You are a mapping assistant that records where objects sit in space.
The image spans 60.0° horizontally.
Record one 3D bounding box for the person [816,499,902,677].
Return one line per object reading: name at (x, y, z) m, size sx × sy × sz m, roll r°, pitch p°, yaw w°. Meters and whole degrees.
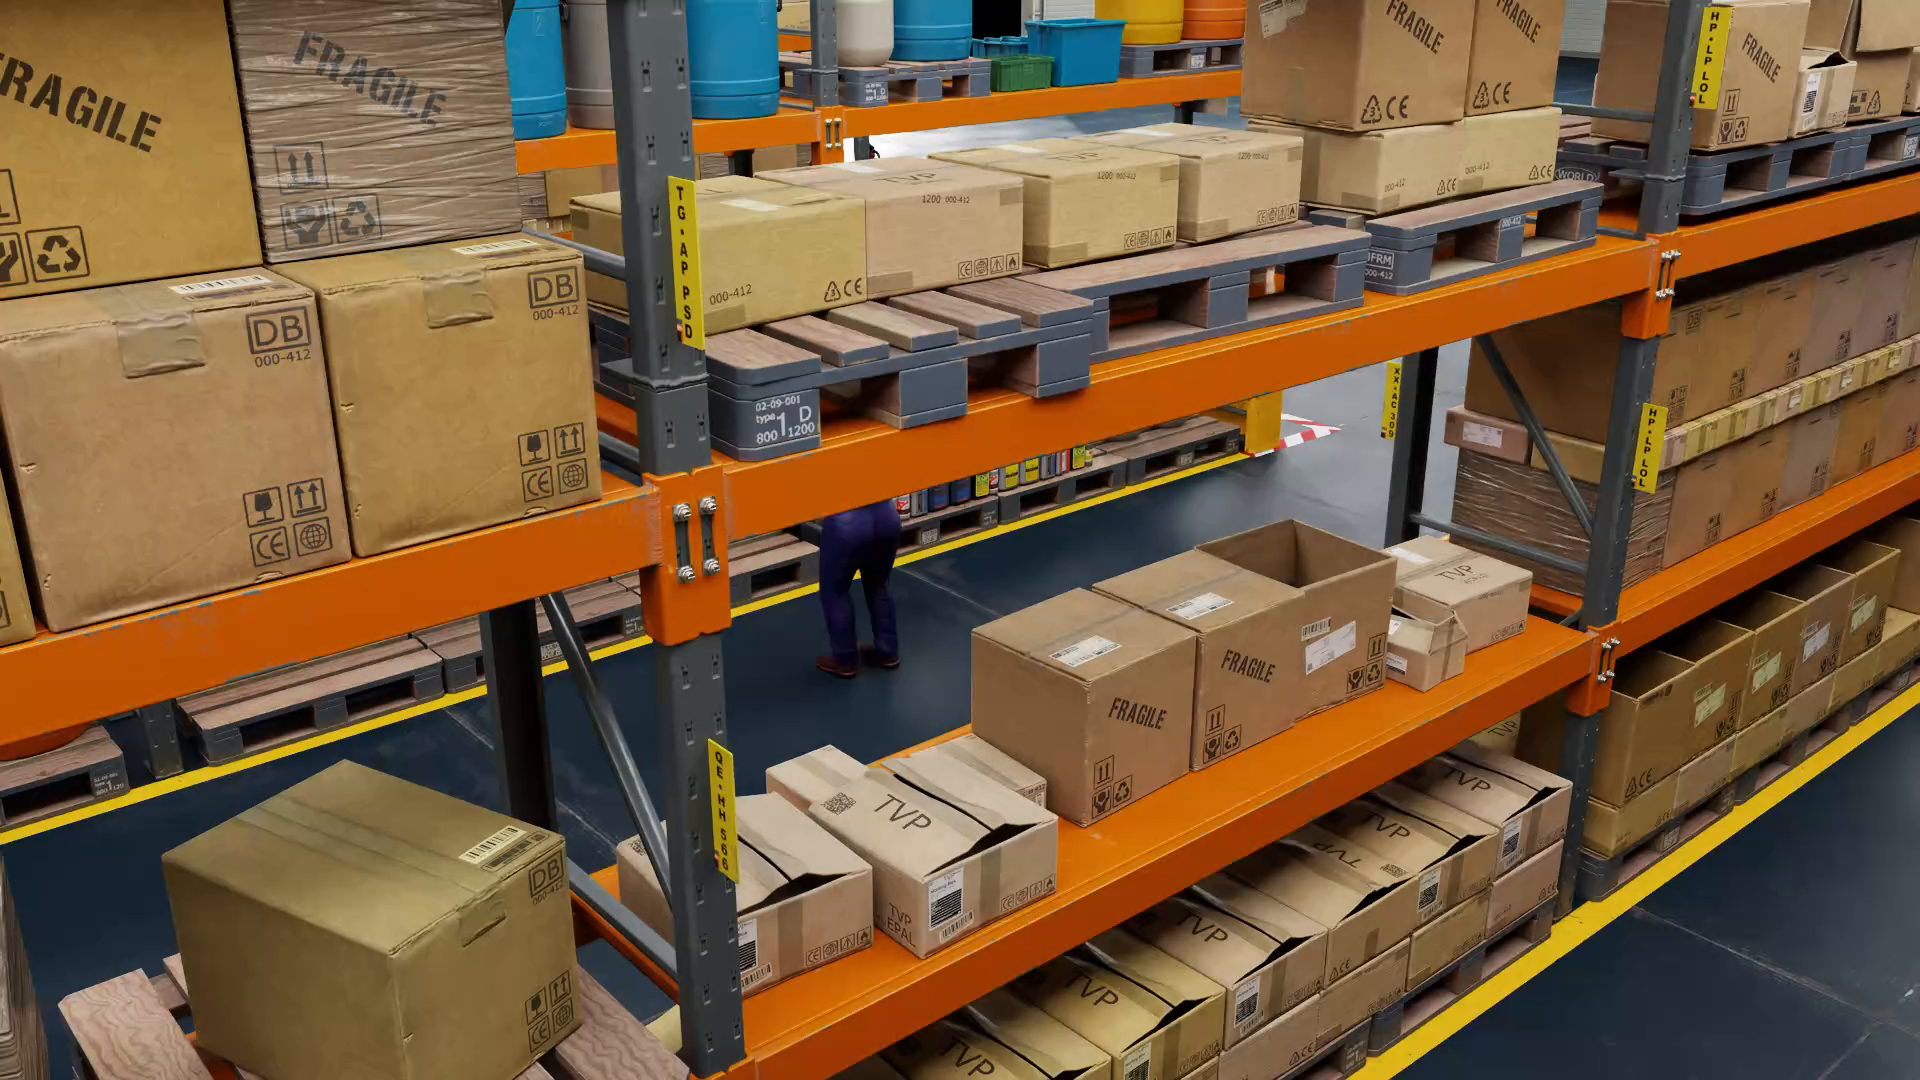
person at (-0.585, -0.078, 8.822) m, size 0.453 × 1.637 × 0.517 m, roll -17°, pitch 27°, yaw -36°
